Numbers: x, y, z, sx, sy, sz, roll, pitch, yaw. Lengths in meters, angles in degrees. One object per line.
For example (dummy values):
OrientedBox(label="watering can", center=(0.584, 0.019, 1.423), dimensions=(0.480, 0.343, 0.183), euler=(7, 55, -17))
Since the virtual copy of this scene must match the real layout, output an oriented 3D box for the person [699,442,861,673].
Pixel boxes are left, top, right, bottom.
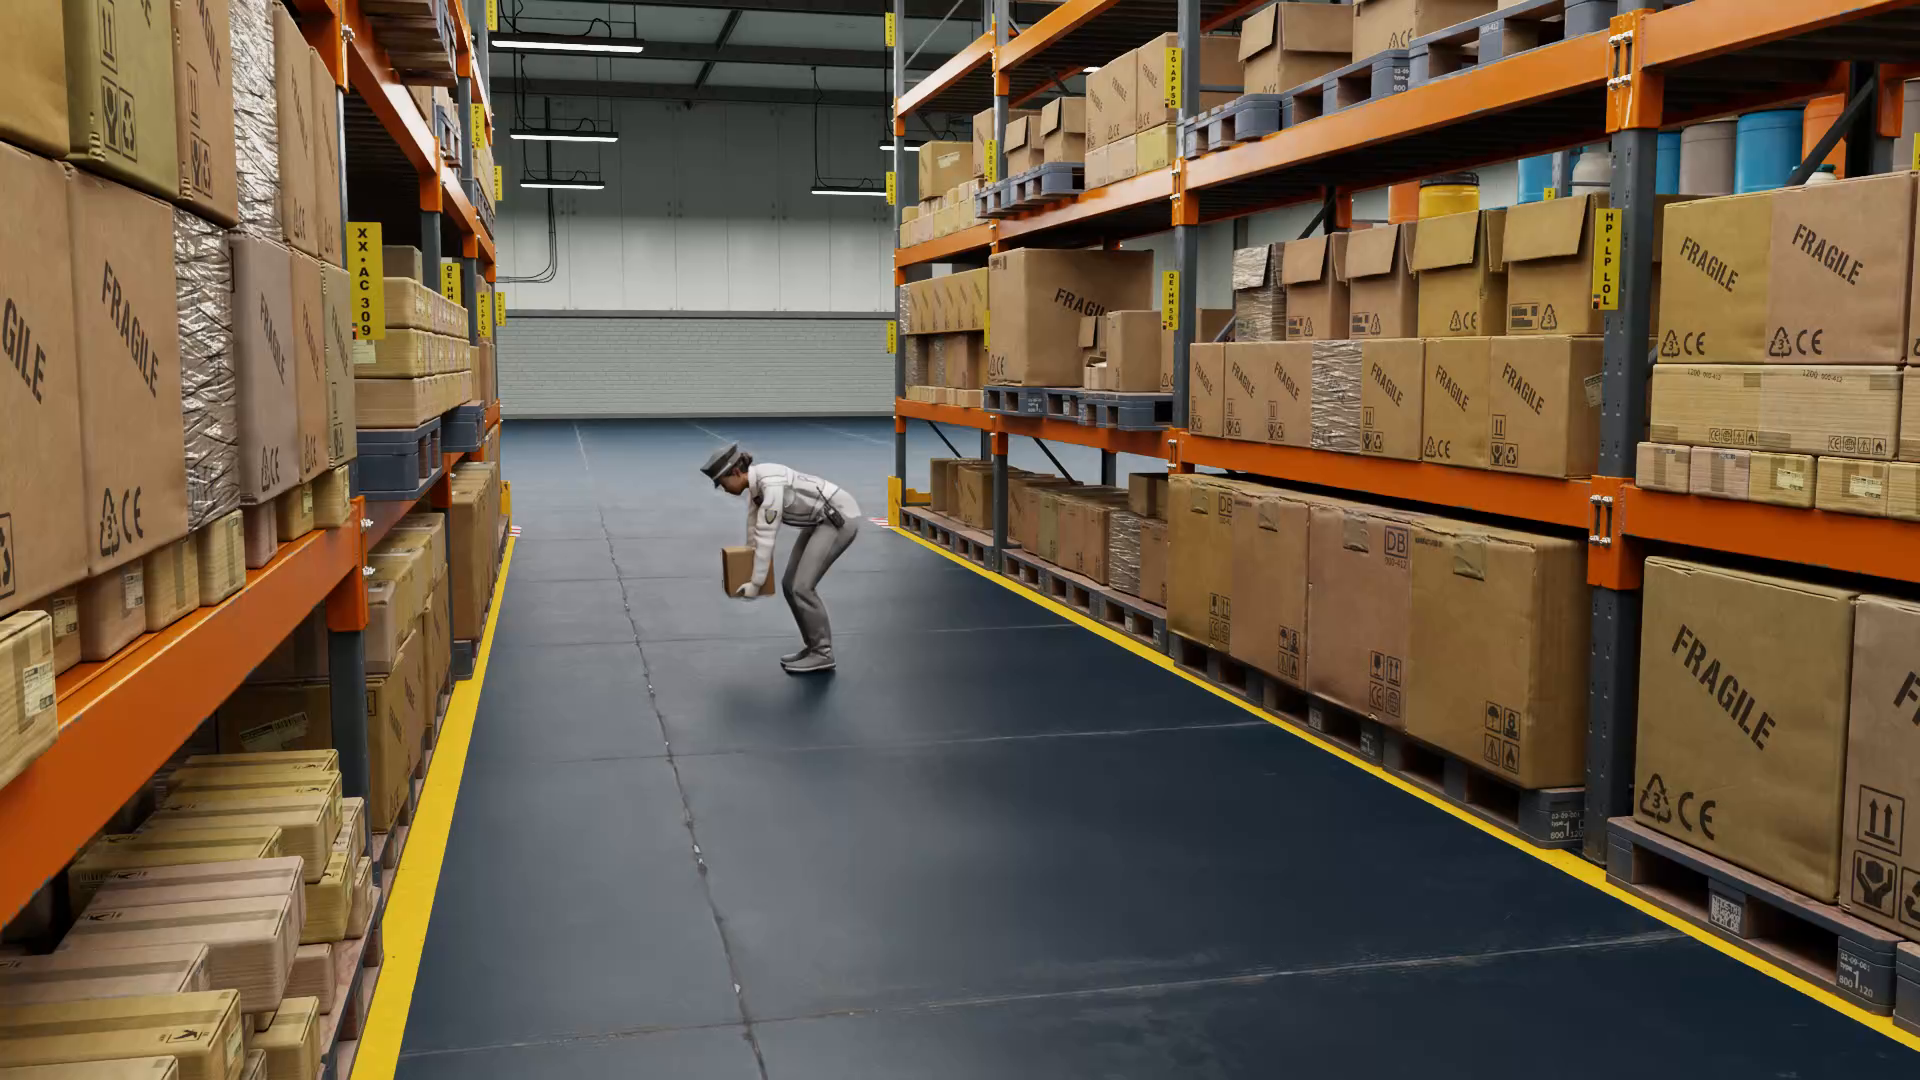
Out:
OrientedBox(label="person", center=(-0.987, 0.092, 9.179), dimensions=(0.887, 1.270, 0.420), euler=(-2, 6, -16))
